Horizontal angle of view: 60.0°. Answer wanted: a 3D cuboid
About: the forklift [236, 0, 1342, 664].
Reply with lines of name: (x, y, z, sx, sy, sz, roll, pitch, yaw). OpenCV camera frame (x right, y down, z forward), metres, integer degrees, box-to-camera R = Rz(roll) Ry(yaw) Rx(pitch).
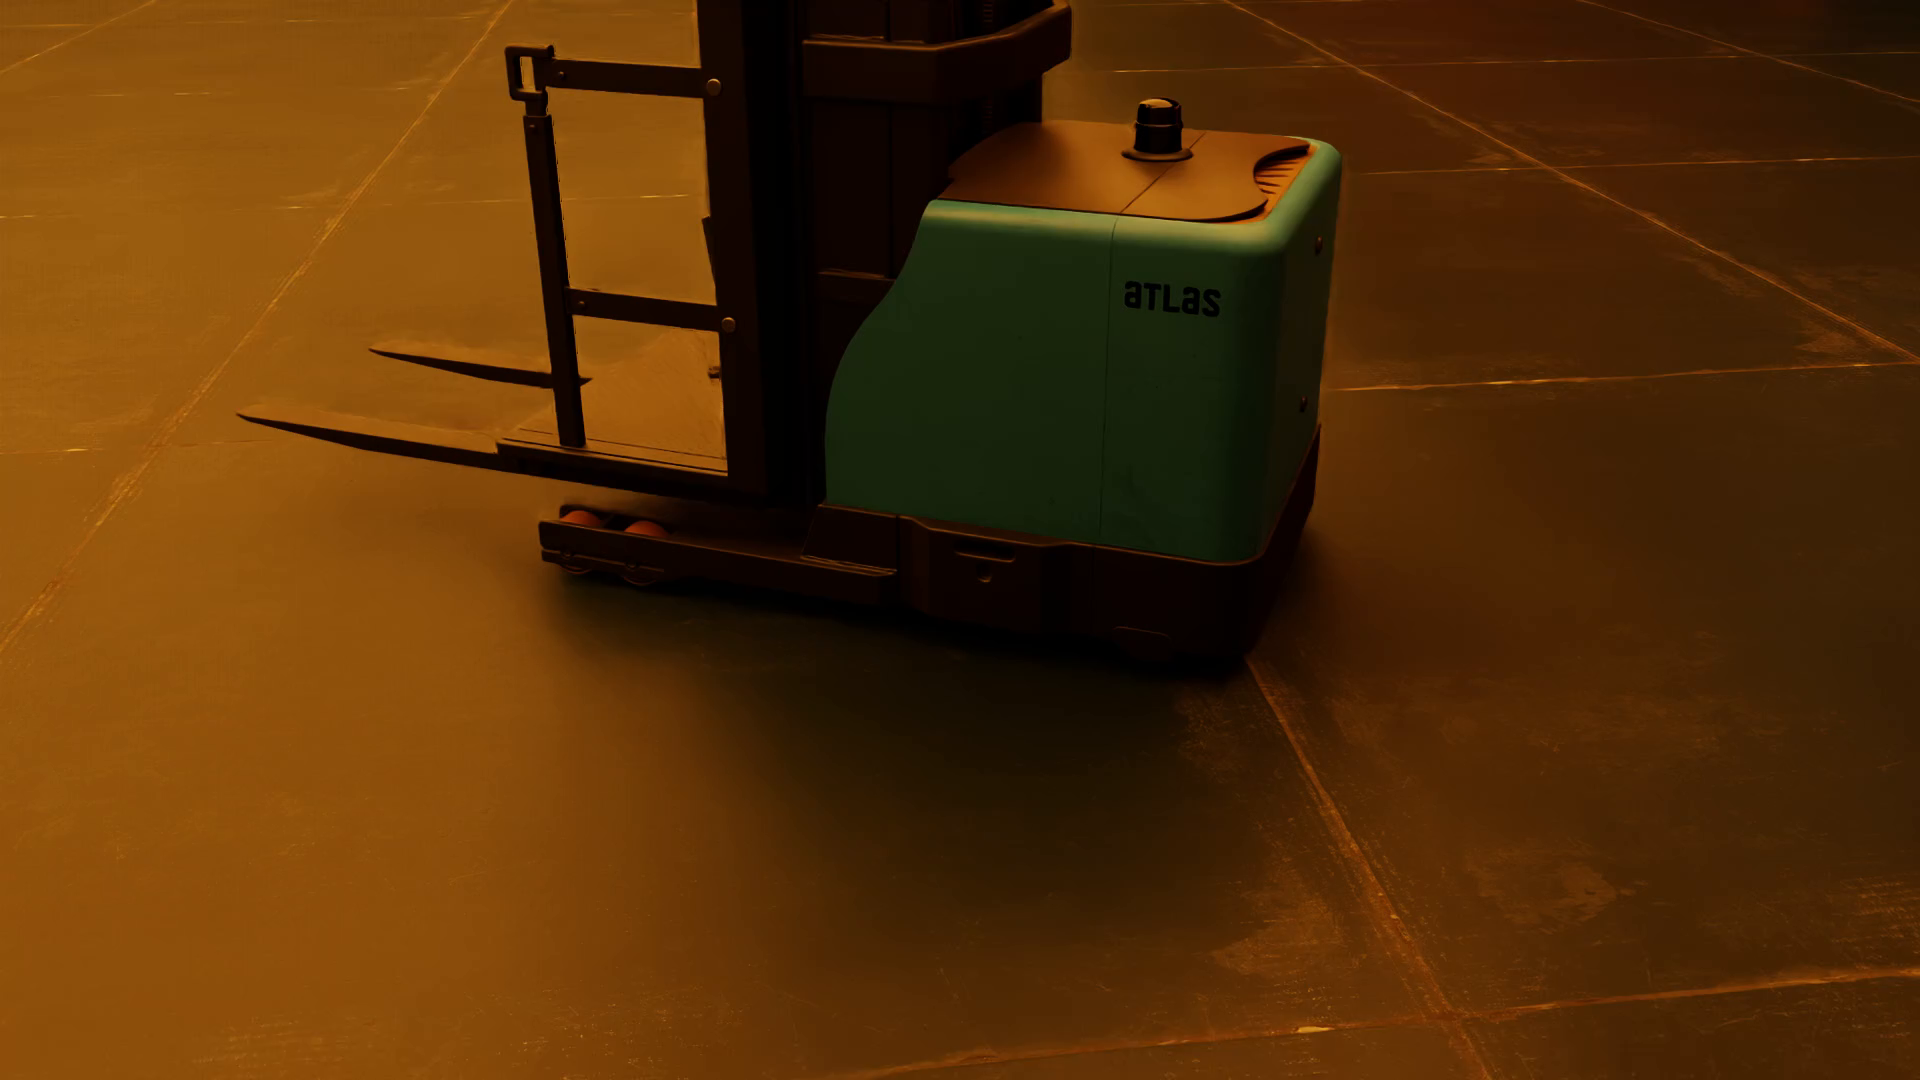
forklift: (-0.582, -1.405, 4.146, 3.031, 2.935, 1.130, 9, 27, 18)
